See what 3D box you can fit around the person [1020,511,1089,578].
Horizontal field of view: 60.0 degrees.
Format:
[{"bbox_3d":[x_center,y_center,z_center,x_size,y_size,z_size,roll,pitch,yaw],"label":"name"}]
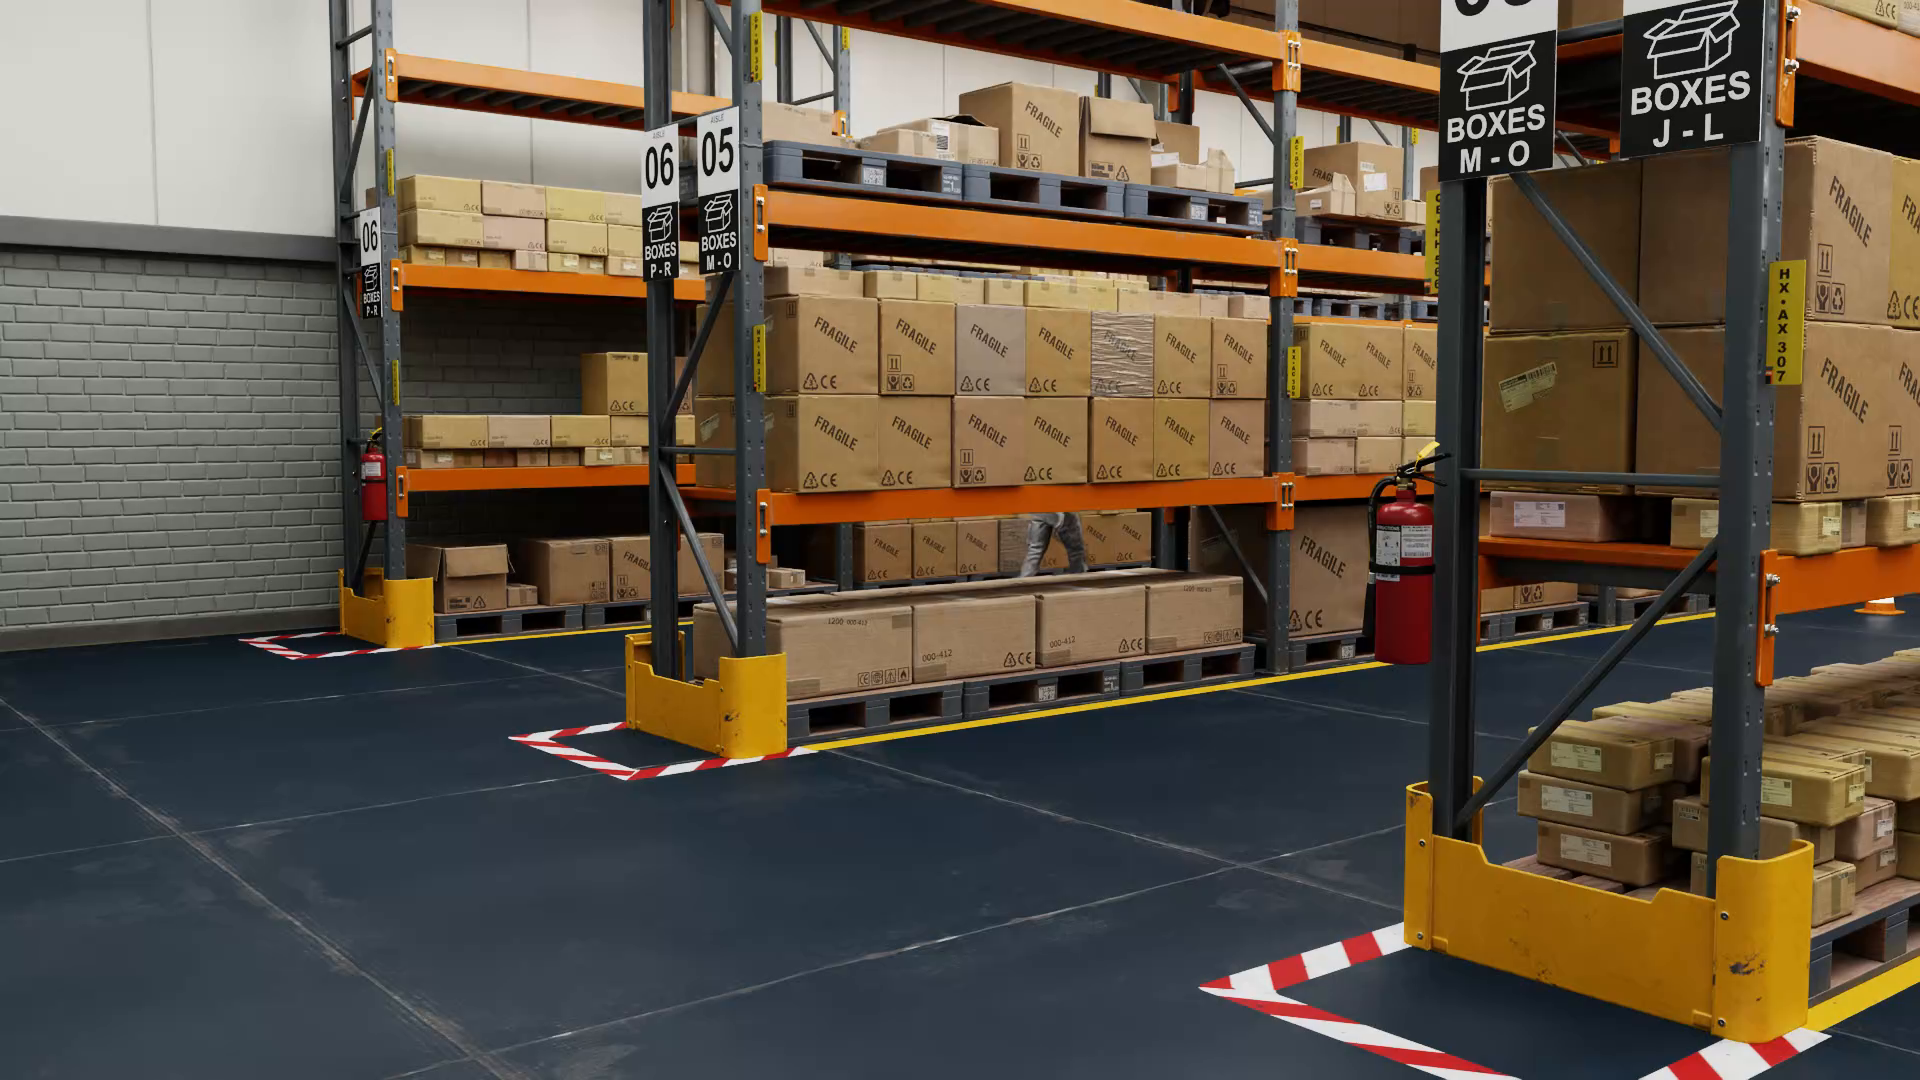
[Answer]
[{"bbox_3d":[0.873,-0.282,14.370,0.546,1.722,1.013,4,6,41],"label":"person"}]
